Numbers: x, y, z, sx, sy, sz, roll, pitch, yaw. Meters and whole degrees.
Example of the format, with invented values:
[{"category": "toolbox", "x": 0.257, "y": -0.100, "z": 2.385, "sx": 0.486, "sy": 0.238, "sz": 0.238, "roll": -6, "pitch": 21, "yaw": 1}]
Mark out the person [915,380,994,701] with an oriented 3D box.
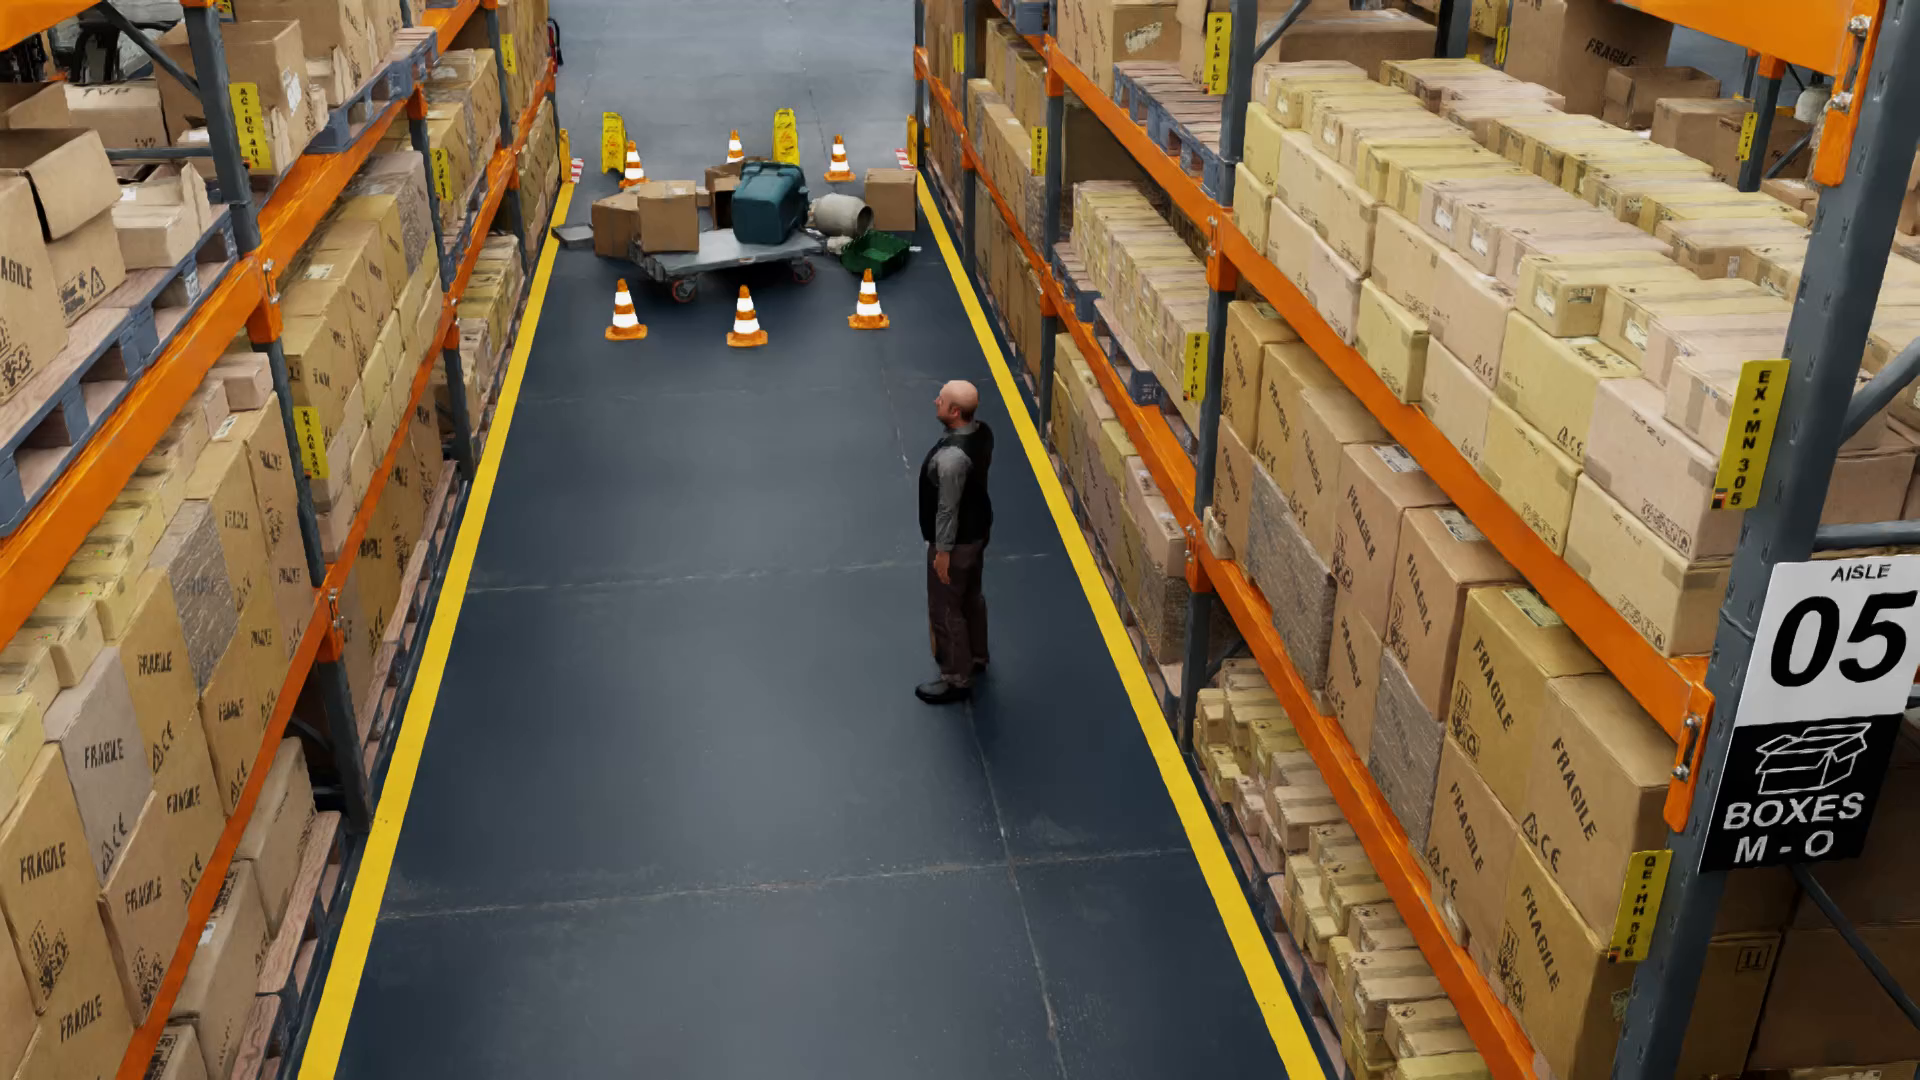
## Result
[{"category": "person", "x": -0.019, "y": -0.020, "z": 8.642, "sx": 0.358, "sy": 1.726, "sz": 0.567, "roll": 8, "pitch": 28, "yaw": 15}]
